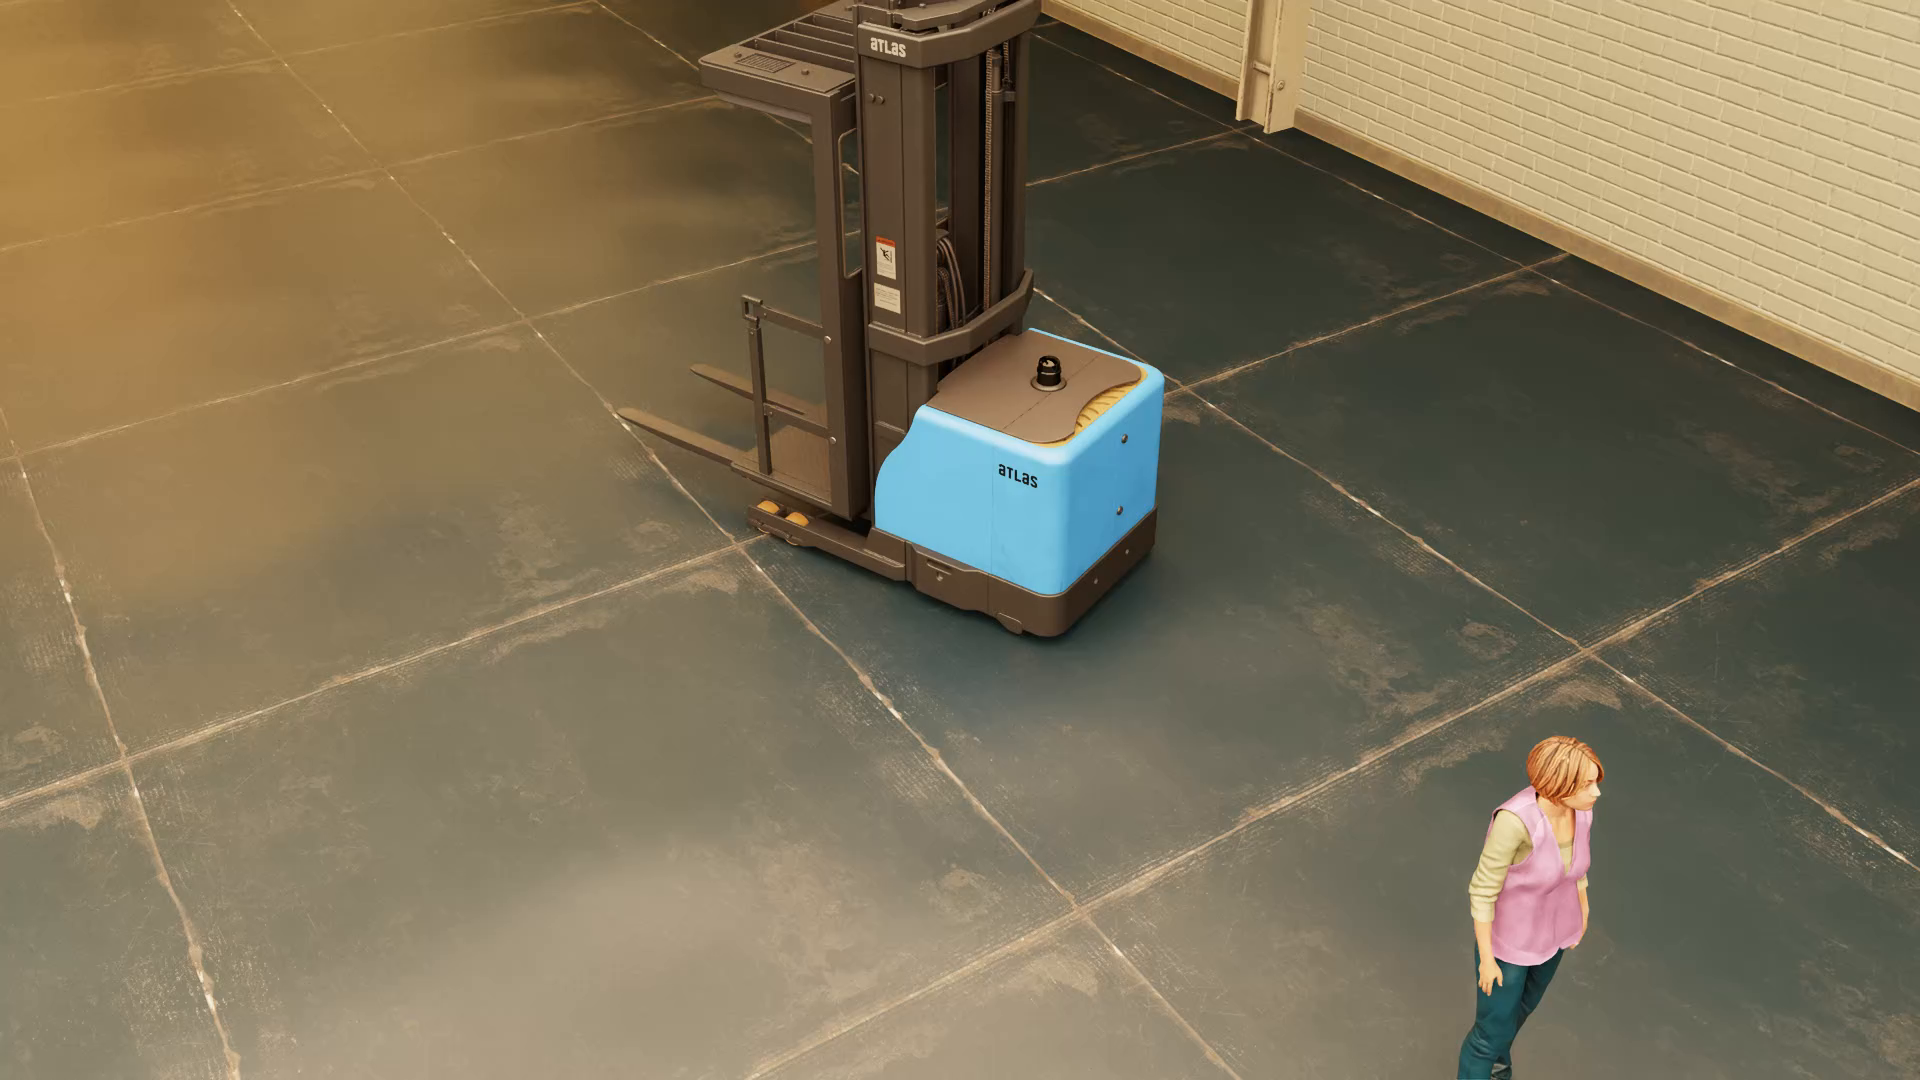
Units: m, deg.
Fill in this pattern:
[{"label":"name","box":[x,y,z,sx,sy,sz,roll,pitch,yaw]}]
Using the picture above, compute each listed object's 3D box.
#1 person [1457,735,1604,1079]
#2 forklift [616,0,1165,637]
[{"label":"person","box":[1.880,1.336,5.394,0.520,1.597,0.475,-20,40,-26]},{"label":"forklift","box":[-0.500,-1.399,8.138,3.031,2.935,1.130,22,41,28]}]
